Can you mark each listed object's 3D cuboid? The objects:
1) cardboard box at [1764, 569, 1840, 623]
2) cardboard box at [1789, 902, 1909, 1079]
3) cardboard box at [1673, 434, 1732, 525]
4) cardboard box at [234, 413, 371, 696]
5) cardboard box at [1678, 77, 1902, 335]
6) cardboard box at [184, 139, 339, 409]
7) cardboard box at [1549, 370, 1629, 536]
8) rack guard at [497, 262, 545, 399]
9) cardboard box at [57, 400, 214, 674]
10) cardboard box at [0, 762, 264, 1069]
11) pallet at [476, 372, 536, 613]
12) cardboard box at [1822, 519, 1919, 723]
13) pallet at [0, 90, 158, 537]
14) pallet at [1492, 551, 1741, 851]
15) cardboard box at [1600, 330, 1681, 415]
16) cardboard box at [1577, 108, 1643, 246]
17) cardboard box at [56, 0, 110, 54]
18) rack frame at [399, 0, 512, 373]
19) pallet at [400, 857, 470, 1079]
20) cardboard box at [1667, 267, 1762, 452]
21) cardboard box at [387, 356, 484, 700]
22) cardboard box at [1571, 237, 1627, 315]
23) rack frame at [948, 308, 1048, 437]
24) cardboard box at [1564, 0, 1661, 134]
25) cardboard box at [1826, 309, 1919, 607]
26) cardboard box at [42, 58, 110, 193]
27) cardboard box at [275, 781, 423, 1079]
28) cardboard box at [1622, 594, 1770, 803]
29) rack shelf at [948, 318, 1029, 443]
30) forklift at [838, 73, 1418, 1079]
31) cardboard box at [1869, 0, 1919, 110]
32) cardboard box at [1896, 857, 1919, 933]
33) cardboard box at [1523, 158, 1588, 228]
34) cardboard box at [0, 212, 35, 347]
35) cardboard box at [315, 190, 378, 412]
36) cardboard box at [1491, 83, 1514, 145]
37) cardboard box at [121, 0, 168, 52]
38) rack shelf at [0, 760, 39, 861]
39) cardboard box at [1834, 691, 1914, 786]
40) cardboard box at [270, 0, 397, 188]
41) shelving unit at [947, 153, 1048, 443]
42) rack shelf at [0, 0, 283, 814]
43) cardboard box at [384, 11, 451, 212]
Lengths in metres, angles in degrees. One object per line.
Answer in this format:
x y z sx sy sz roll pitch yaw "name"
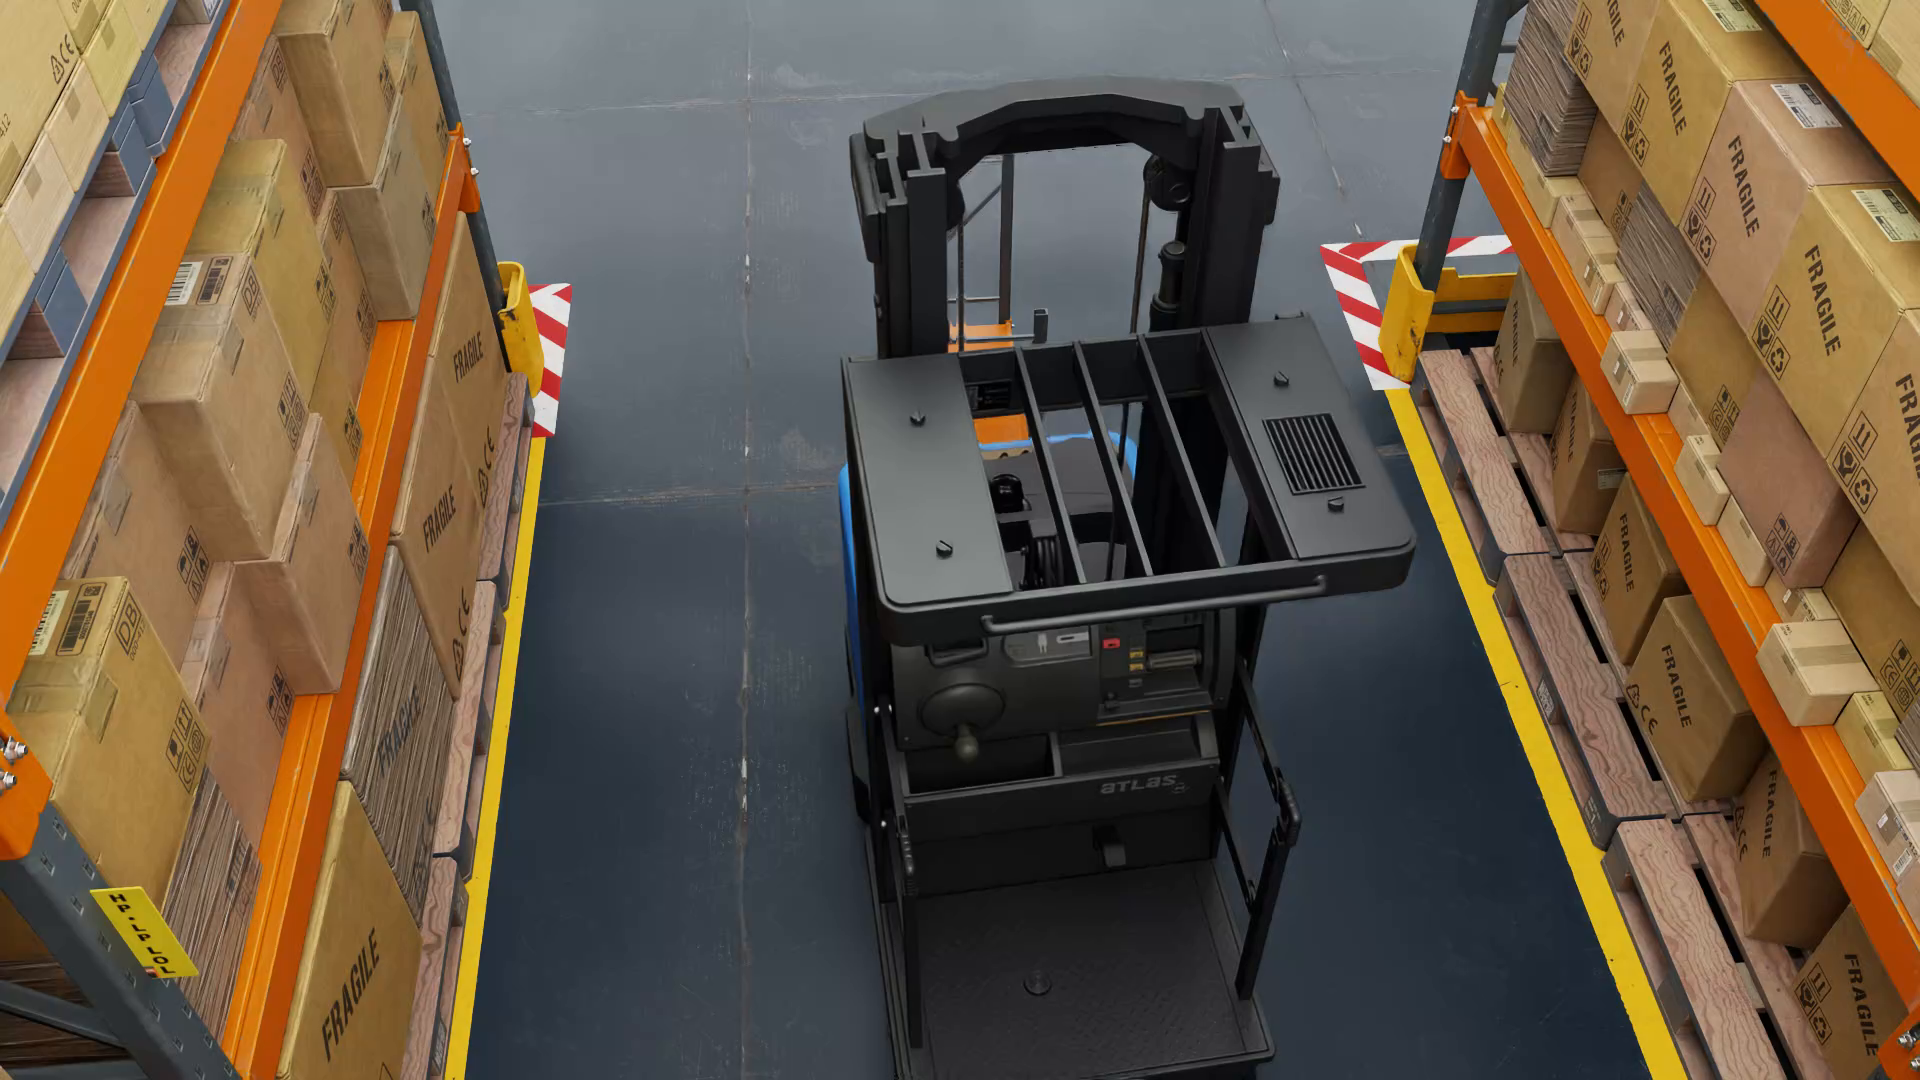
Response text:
2.528 0.166 4.700 0.380 0.149 0.250 -3 47 -3 "cardboard box"
2.840 1.369 4.820 0.500 0.500 0.500 -5 47 -5 "cardboard box"
2.411 -0.192 5.039 0.380 0.149 0.250 -3 47 -3 "cardboard box"
-2.157 0.062 4.522 0.875 0.550 0.550 -3 47 -3 "cardboard box"
2.399 -0.929 4.601 0.500 0.500 0.500 -3 47 -3 "cardboard box"
-2.237 -0.691 4.491 0.875 0.550 0.500 -3 47 -3 "cardboard box"
2.618 -0.350 6.448 0.500 0.500 0.500 8 47 7 "cardboard box"
-2.455 -0.878 7.237 1.175 0.500 0.348 -3 47 -3 "rack guard"
-2.276 0.091 3.750 0.875 0.550 0.550 -3 47 -3 "cardboard box"
-2.160 0.856 3.770 0.875 0.550 0.550 -3 47 -3 "cardboard box"
-2.308 -0.187 6.782 1.003 0.211 1.213 -3 47 -3 "pallet"
2.851 0.116 4.301 0.875 0.500 0.500 -3 47 -3 "cardboard box"
-2.176 -0.419 3.076 1.003 0.211 1.213 -3 47 -3 "pallet"
2.637 0.536 6.097 1.003 0.211 1.213 -3 47 -3 "pallet"
2.314 -0.550 5.378 0.380 0.149 0.250 -3 47 -3 "cardboard box"
2.679 -1.331 5.671 0.875 0.500 0.500 -3 47 -3 "cardboard box"
-1.966 -1.188 3.283 0.500 0.250 0.500 -4 47 -4 "cardboard box"
-2.453 -1.720 6.313 1.000 3.000 0.127 -3 47 -3 "rack frame"
-2.103 1.578 5.110 1.003 0.211 1.213 -3 47 -3 "pallet"
2.708 -0.604 4.982 0.875 0.500 0.500 -3 47 -3 "cardboard box"
-2.254 -0.011 5.868 0.875 0.875 0.875 -4 47 -4 "cardboard box"
2.348 -0.916 5.725 0.380 0.149 0.250 -3 47 -3 "cardboard box"
0.035 -0.210 5.916 0.500 1.500 0.032 -3 47 -3 "rack frame"
2.308 -1.652 5.286 0.500 0.500 0.500 -3 47 -3 "cardboard box"
2.478 -0.205 3.916 0.500 0.500 0.500 -3 47 -3 "cardboard box"
-1.873 -0.783 3.174 0.380 0.149 0.250 -4 47 -4 "cardboard box"
-2.101 1.301 4.626 0.875 0.875 0.875 -3 47 -3 "cardboard box"
2.654 0.511 5.633 0.500 0.500 0.500 -7 47 -7 "cardboard box"
-0.007 -0.454 6.395 0.538 0.185 1.000 -3 47 -3 "rack shelf"
0.316 0.456 4.299 1.130 2.935 3.031 -6 47 -6 "forklift"
2.454 -1.095 3.758 0.500 0.250 0.500 -4 47 -4 "cardboard box"
2.522 0.895 4.010 0.380 0.149 0.250 -3 47 -3 "cardboard box"
2.293 -1.277 6.067 0.380 0.149 0.250 -3 47 -3 "cardboard box"
-1.833 -0.421 2.832 0.380 0.149 0.250 -3 47 -3 "cardboard box"
-2.387 -0.696 5.240 0.875 0.550 0.550 -3 47 -3 "cardboard box"
2.285 -1.641 6.411 0.380 0.149 0.250 -3 47 -3 "cardboard box"
-1.918 -1.155 3.527 0.380 0.149 0.250 -3 47 -3 "cardboard box"
-1.950 1.837 1.374 1.077 0.370 4.000 -3 47 -3 "rack shelf"
2.550 0.529 4.357 0.380 0.149 0.250 -3 47 -3 "cardboard box"
-2.322 -1.480 5.238 0.875 0.550 0.550 -3 47 -3 "cardboard box"
-0.006 -0.571 6.258 0.587 1.500 1.083 -3 47 -3 "shelving unit"
-2.285 -1.057 4.115 1.077 0.370 4.000 -3 47 -3 "rack shelf"
-2.376 -1.506 6.007 0.875 0.550 0.550 -3 47 -3 "cardboard box"
